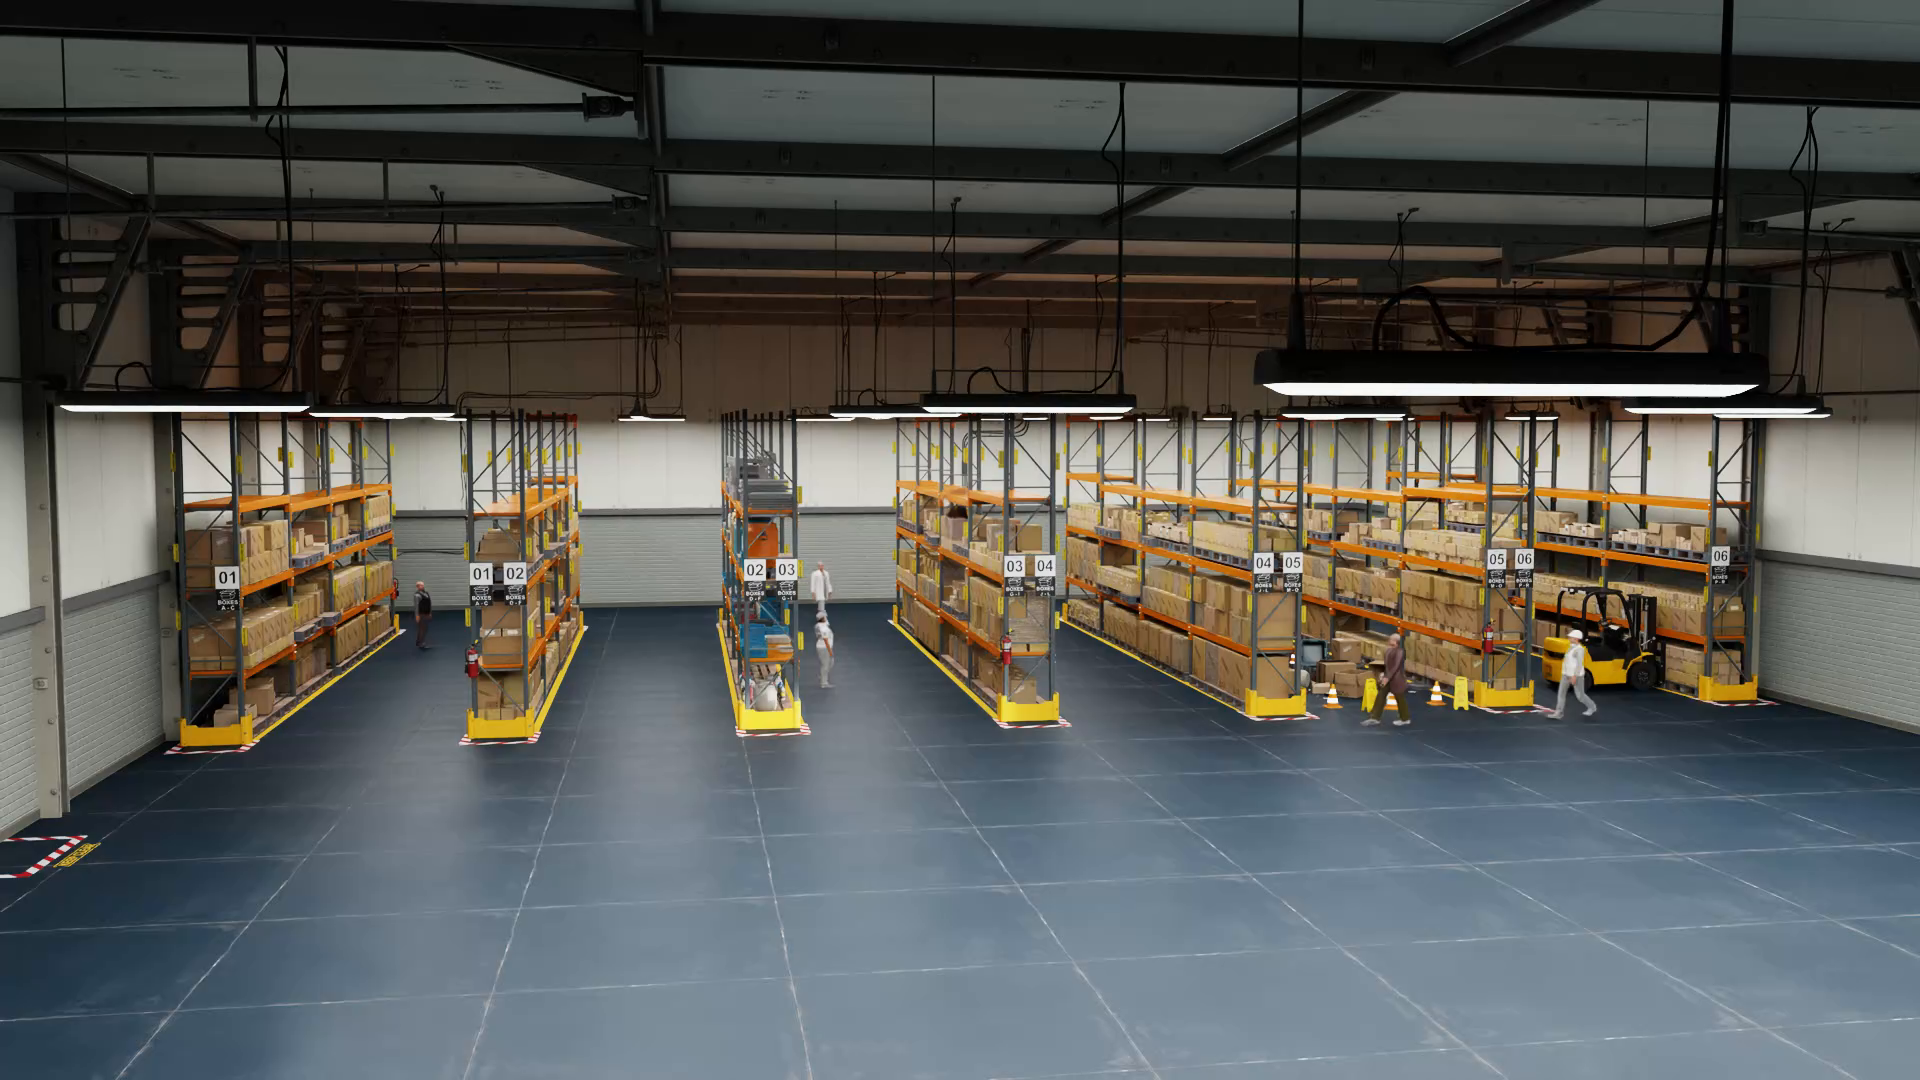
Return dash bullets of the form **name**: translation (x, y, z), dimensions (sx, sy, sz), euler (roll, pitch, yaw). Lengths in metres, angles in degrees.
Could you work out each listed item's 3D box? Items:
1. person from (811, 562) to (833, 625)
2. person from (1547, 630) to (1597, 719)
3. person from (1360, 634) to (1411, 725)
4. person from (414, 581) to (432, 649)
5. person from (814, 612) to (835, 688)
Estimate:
- **person**: translation (-3.891, 1.516, 47.659), dimensions (0.669, 1.773, 0.606), euler (3, 5, 34)
- **person**: translation (11.902, 2.610, 32.214), dimensions (0.983, 1.746, 0.508), euler (-2, 4, -27)
- **person**: translation (8.104, 2.641, 31.380), dimensions (0.923, 1.753, 0.573), euler (-2, 4, -21)
- **person**: translation (-13.639, 1.922, 42.229), dimensions (0.411, 1.745, 0.556), euler (0, 4, -6)
- **person**: translation (-2.939, 2.397, 36.085), dimensions (0.438, 1.688, 0.537), euler (0, 4, -4)
